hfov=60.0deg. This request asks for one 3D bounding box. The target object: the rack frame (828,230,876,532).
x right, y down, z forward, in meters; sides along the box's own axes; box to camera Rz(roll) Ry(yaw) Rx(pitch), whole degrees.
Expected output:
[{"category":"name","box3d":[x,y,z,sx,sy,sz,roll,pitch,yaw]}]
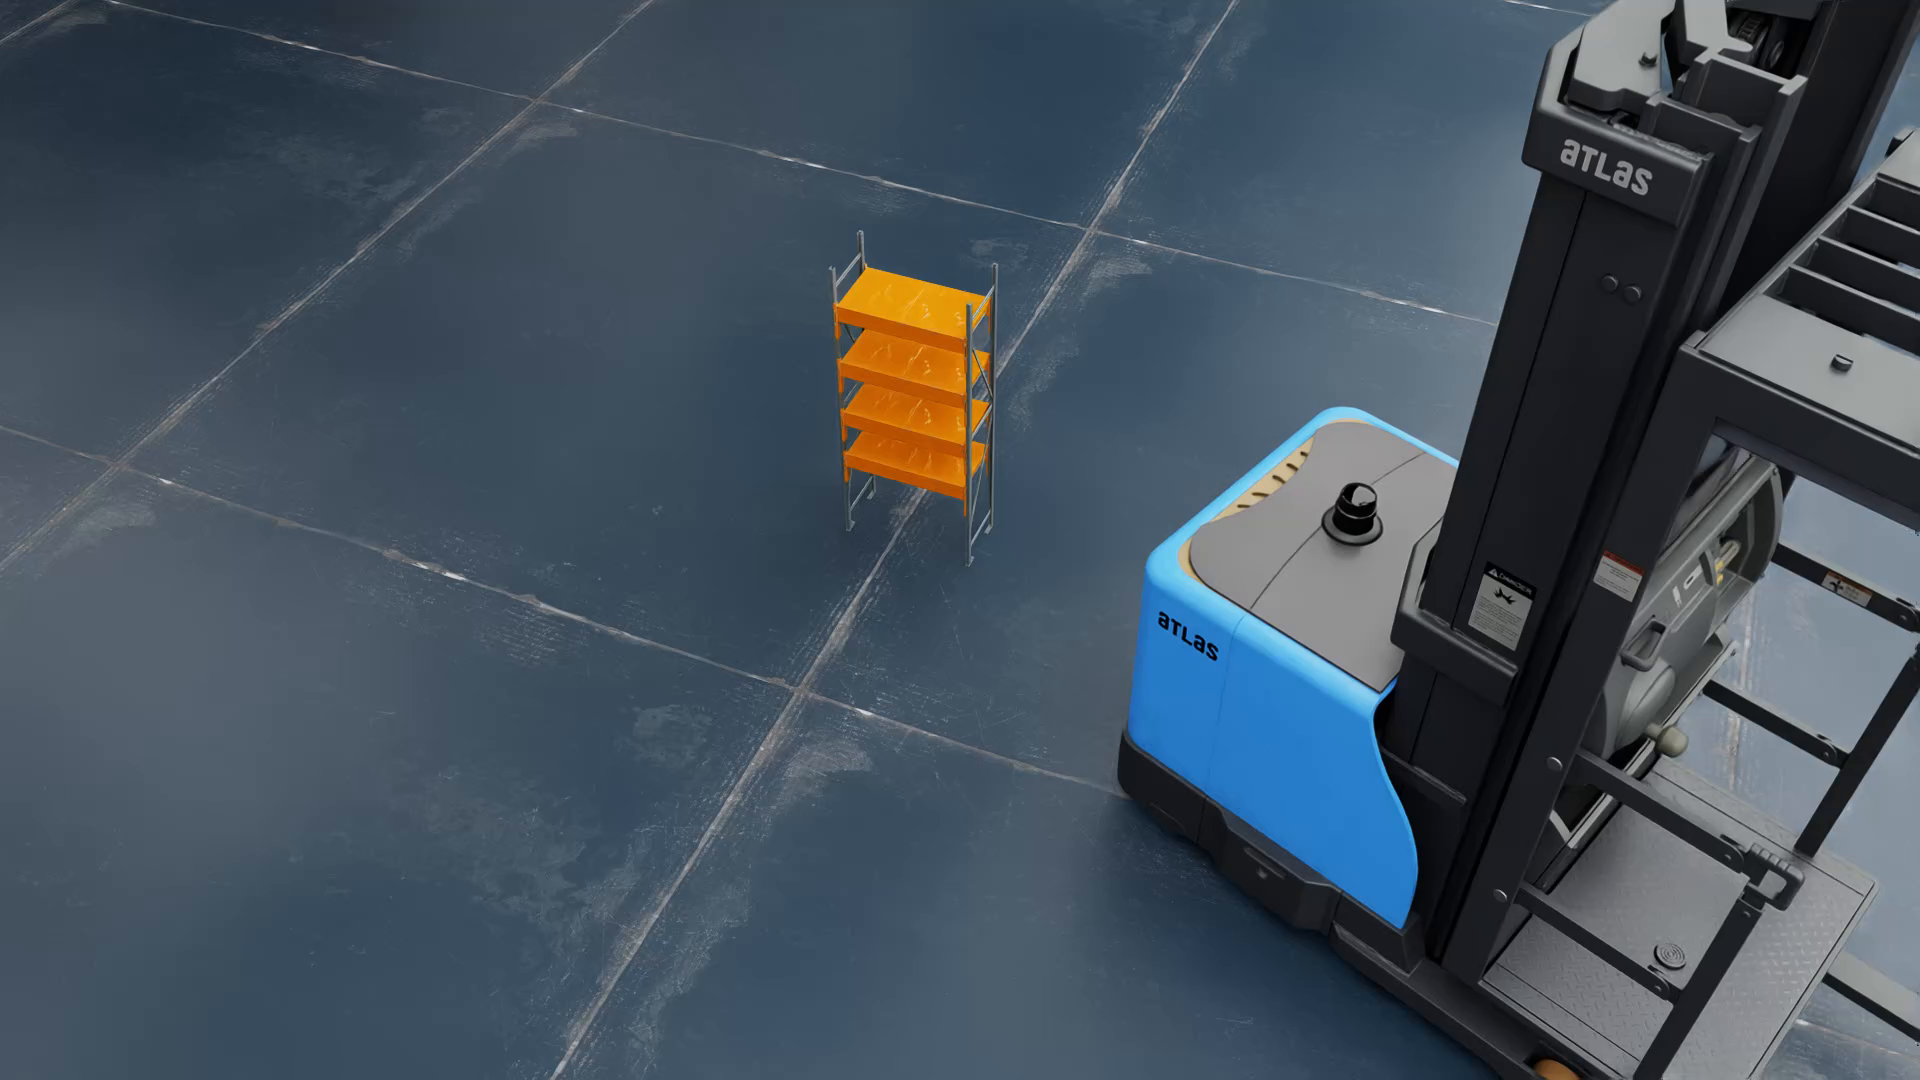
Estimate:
[{"category":"rack frame","box3d":[-0.378,-0.537,5.939,0.015,1.200,0.240,16,47,16]}]

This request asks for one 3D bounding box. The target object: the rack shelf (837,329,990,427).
[{"category":"rack shelf","box3d":[-0.153,-0.581,5.762,0.480,0.148,0.258,16,47,16]}]

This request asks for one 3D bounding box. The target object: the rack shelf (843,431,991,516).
[{"category":"rack shelf","box3d":[-0.153,-0.282,6.059,0.480,0.148,0.258,16,47,16]}]

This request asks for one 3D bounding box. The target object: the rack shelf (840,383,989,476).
[{"category":"rack shelf","box3d":[-0.153,-0.423,5.919,0.480,0.148,0.258,16,47,16]}]

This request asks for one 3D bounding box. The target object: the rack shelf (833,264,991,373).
[{"category":"rack shelf","box3d":[-0.153,-0.749,5.595,0.480,0.148,0.258,16,47,16]}]

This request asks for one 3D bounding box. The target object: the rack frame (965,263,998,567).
[{"category":"rack frame","box3d":[0.072,-0.404,5.805,0.015,1.200,0.240,16,47,16]}]

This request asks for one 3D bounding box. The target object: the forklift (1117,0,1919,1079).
[{"category":"forklift","box3d":[1.926,0.242,3.929,3.031,2.935,1.130,34,54,29]}]

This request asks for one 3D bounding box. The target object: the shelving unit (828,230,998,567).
[{"category":"shelving unit","box3d":[-0.153,-0.470,5.872,0.503,1.200,0.258,16,47,16]}]
